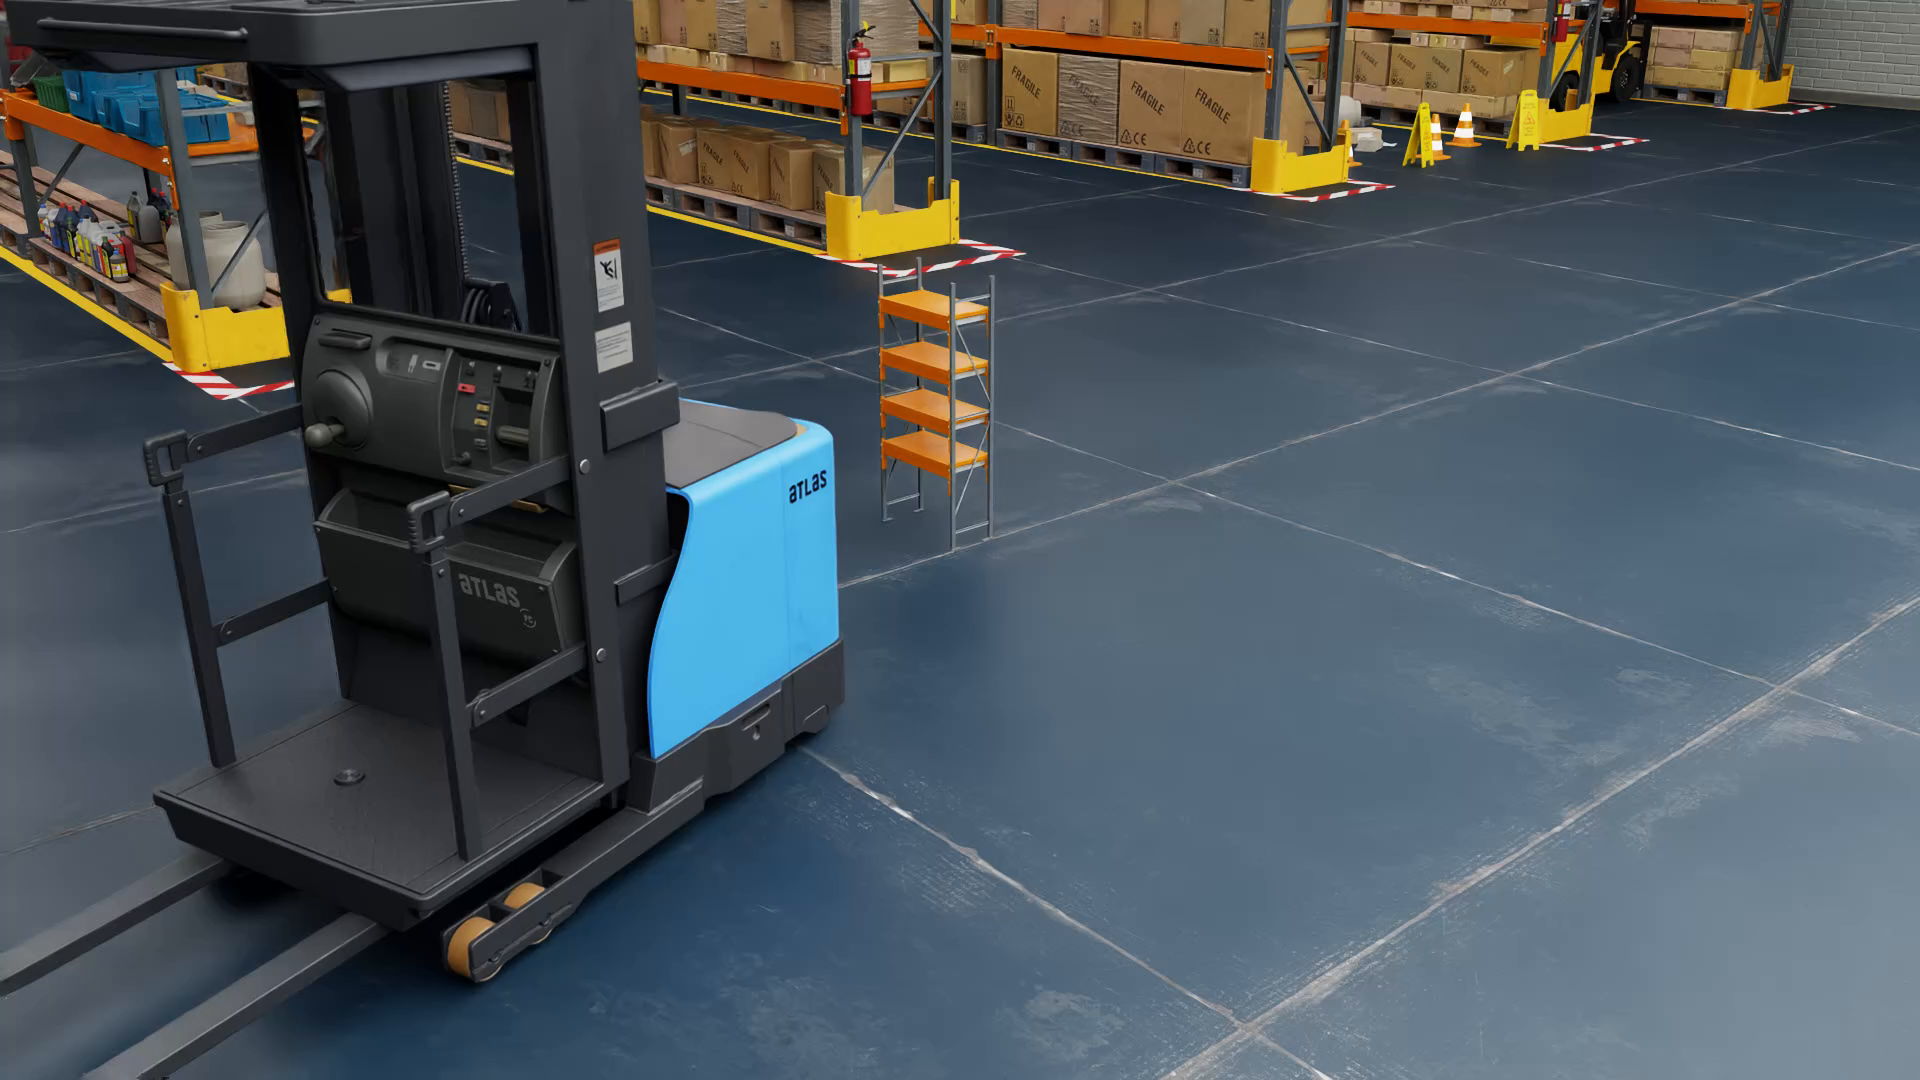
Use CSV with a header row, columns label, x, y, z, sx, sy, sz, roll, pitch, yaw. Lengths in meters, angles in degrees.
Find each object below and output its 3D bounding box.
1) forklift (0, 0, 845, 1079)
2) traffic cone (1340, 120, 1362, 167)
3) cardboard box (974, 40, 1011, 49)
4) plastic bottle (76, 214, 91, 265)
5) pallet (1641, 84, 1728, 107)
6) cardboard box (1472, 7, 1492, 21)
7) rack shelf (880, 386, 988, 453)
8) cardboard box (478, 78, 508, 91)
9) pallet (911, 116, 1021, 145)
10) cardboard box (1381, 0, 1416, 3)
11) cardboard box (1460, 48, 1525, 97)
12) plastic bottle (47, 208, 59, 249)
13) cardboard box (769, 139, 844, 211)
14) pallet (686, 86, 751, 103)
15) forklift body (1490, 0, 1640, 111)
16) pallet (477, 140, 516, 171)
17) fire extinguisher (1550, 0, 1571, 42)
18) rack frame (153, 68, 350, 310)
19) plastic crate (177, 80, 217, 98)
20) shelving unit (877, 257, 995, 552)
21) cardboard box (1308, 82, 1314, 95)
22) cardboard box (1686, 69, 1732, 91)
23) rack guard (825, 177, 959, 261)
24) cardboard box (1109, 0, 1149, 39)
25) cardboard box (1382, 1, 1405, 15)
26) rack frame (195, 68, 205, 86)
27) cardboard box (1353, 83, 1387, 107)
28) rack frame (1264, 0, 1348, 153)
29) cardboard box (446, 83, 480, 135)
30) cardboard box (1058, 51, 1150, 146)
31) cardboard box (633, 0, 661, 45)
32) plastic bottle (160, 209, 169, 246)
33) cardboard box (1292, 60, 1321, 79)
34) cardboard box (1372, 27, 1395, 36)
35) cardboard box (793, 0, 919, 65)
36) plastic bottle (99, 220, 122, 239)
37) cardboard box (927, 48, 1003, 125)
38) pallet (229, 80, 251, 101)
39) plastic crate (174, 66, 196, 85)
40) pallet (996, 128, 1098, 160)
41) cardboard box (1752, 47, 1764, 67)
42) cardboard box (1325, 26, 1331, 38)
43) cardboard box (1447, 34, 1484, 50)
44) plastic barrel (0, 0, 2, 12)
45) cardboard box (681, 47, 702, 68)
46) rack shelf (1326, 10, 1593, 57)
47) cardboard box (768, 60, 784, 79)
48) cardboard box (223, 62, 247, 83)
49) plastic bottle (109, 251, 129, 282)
label,x,y,z,sx,sy,sz,roll,pitch,yaw
forklift,-1.580,-0.372,4.415,1.130,2.935,3.031,12,24,28
traffic cone,4.067,-4.210,17.598,0.336,0.463,0.334,-17,27,-37
cardboard box,0.833,-7.987,26.101,0.875,0.875,0.875,-17,27,-37
plastic bottle,-6.236,-2.160,11.914,0.144,0.351,0.185,-18,27,-38
pallet,10.249,-6.198,23.019,1.003,0.211,1.213,-17,27,-37
cardboard box,6.215,-6.168,19.462,0.380,0.149,0.250,-18,28,-38
rack shelf,-0.108,-0.542,7.407,0.258,0.148,0.480,-17,27,-37
cardboard box,-4.894,-5.032,18.014,0.500,0.250,0.500,-14,25,-32
pallet,0.166,-4.908,19.726,1.003,0.211,1.213,-17,27,-37
cardboard box,5.495,-6.805,20.200,0.500,0.500,0.500,-17,27,-37
cardboard box,6.301,-5.536,19.672,0.500,0.500,0.500,-17,27,-37
plastic bottle,-6.741,-2.341,12.479,0.152,0.276,0.135,-16,27,-36
cardboard box,-1.297,-3.119,14.185,0.500,0.500,0.500,-10,23,-24
pallet,-3.186,-6.371,23.462,1.003,0.211,1.213,-17,27,-37
forklift body,8.160,-6.990,22.381,2.313,2.155,1.214,-17,27,-37
pallet,-4.407,-4.112,17.694,1.003,0.211,1.213,-17,27,-37
fire extinguisher,6.747,-5.935,18.631,0.296,0.674,0.183,-17,27,-37
rack frame,-4.238,-2.574,9.944,1.000,3.000,0.127,-17,27,-37
plastic crate,-5.597,-3.168,11.822,0.530,0.136,0.437,-17,27,-37
shelving unit,-0.108,-0.604,7.382,0.258,1.200,0.503,-17,27,-37
cardboard box,4.079,-5.435,20.672,0.500,0.500,0.500,0,21,-1
cardboard box,10.234,-6.265,22.561,0.500,0.250,0.500,-17,27,-37
rack guard,-0.536,-2.611,13.464,1.175,0.500,0.348,-17,27,-37
cardboard box,2.038,-5.536,17.299,0.875,0.550,0.500,-17,27,-37
cardboard box,5.387,-6.519,20.359,0.380,0.149,0.250,-18,27,-38
rack frame,-10.930,-8.174,24.241,1.000,3.000,0.127,-17,27,-37
cardboard box,5.297,-5.615,20.901,0.500,0.250,0.500,-18,28,-38
rack frame,3.338,-4.906,15.898,1.000,3.000,0.127,-17,27,-37
cardboard box,-5.255,-4.824,18.513,0.700,0.500,0.500,-19,28,-40
cardboard box,1.675,-4.779,17.910,0.875,0.875,0.875,-17,27,-37
cardboard box,-2.550,-4.758,14.974,0.875,0.500,0.500,-17,27,-37
plastic bottle,-5.935,-2.337,12.458,0.061,0.283,0.133,-17,27,-37
cardboard box,4.591,-6.255,21.507,0.500,0.500,0.500,-16,26,-35
cardboard box,6.826,-8.055,26.617,0.875,0.625,0.625,-19,28,-40
cardboard box,-0.824,-4.097,13.286,0.875,0.500,0.500,-17,27,-37
plastic bottle,-6.140,-2.167,12.035,0.152,0.276,0.135,-17,27,-37
cardboard box,0.253,-5.310,19.436,1.050,0.750,0.750,-18,27,-38
pallet,-9.557,-6.336,23.372,1.003,0.211,1.213,-17,27,-37
plastic crate,-5.921,-3.369,12.177,0.499,0.251,0.616,-17,27,-37
pallet,1.164,-4.484,18.644,1.003,0.211,1.213,-17,27,-37
cardboard box,10.630,-6.623,22.789,0.500,0.250,0.500,-17,27,-36
cardboard box,4.627,-6.508,21.264,0.380,0.149,0.250,-17,27,-37
cardboard box,6.011,-5.924,19.772,0.380,0.149,0.250,-16,27,-36
plastic barrel,-8.352,-4.487,14.674,0.421,0.512,0.421,0,21,0
cardboard box,-2.195,-4.199,14.437,0.380,0.149,0.250,-17,27,-37
rack shelf,5.716,-6.330,20.519,1.077,0.370,4.000,-17,27,-37
cardboard box,-1.345,-3.865,13.583,0.380,0.149,0.250,-17,27,-37
cardboard box,-9.858,-6.971,23.507,0.875,0.875,0.875,-17,27,-37
plastic bottle,-5.769,-1.879,11.403,0.097,0.201,0.097,0,21,0
